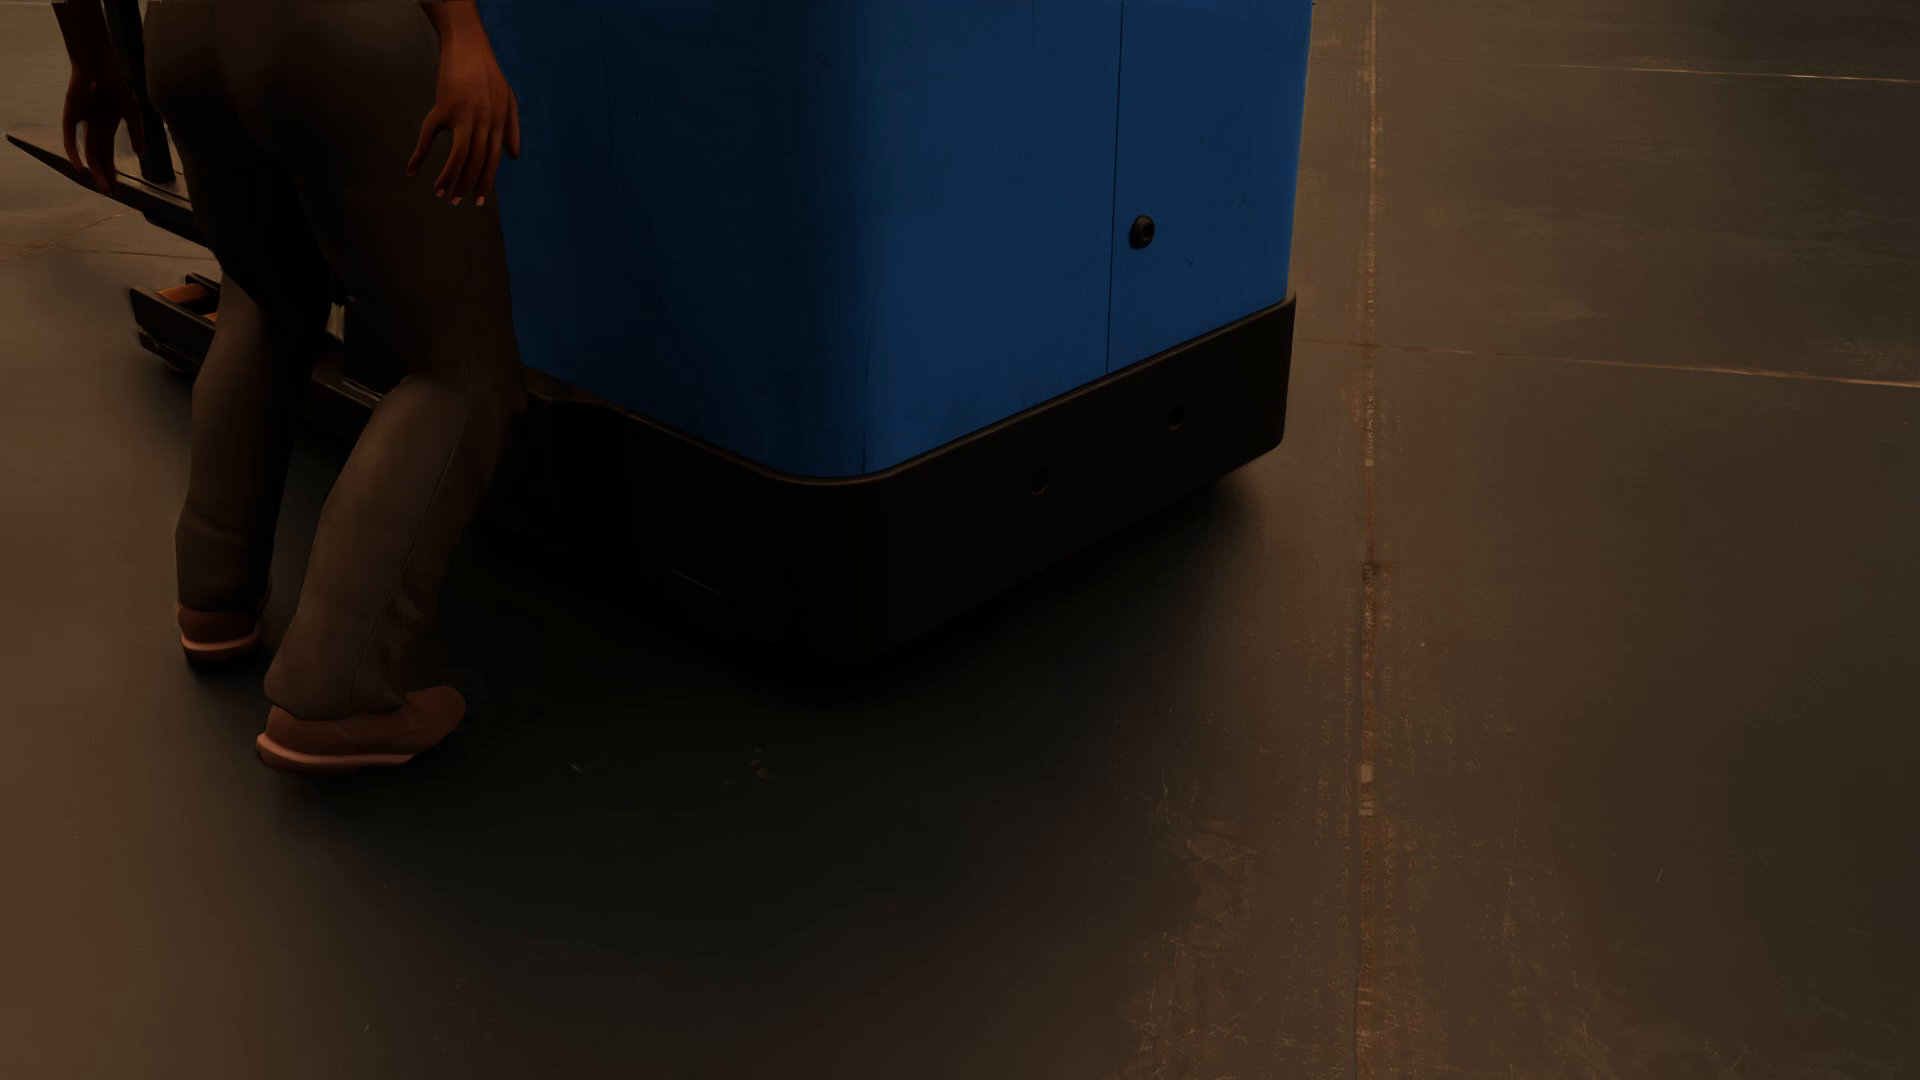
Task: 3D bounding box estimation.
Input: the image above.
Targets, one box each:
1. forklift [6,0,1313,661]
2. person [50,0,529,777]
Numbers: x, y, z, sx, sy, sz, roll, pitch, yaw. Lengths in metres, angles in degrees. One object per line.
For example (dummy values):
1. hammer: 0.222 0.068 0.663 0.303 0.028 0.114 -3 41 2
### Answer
1. forklift: -0.902 -1.713 2.641 3.031 2.935 1.130 23 35 37
2. person: -0.769 -0.509 1.791 0.818 1.614 0.472 16 31 29
